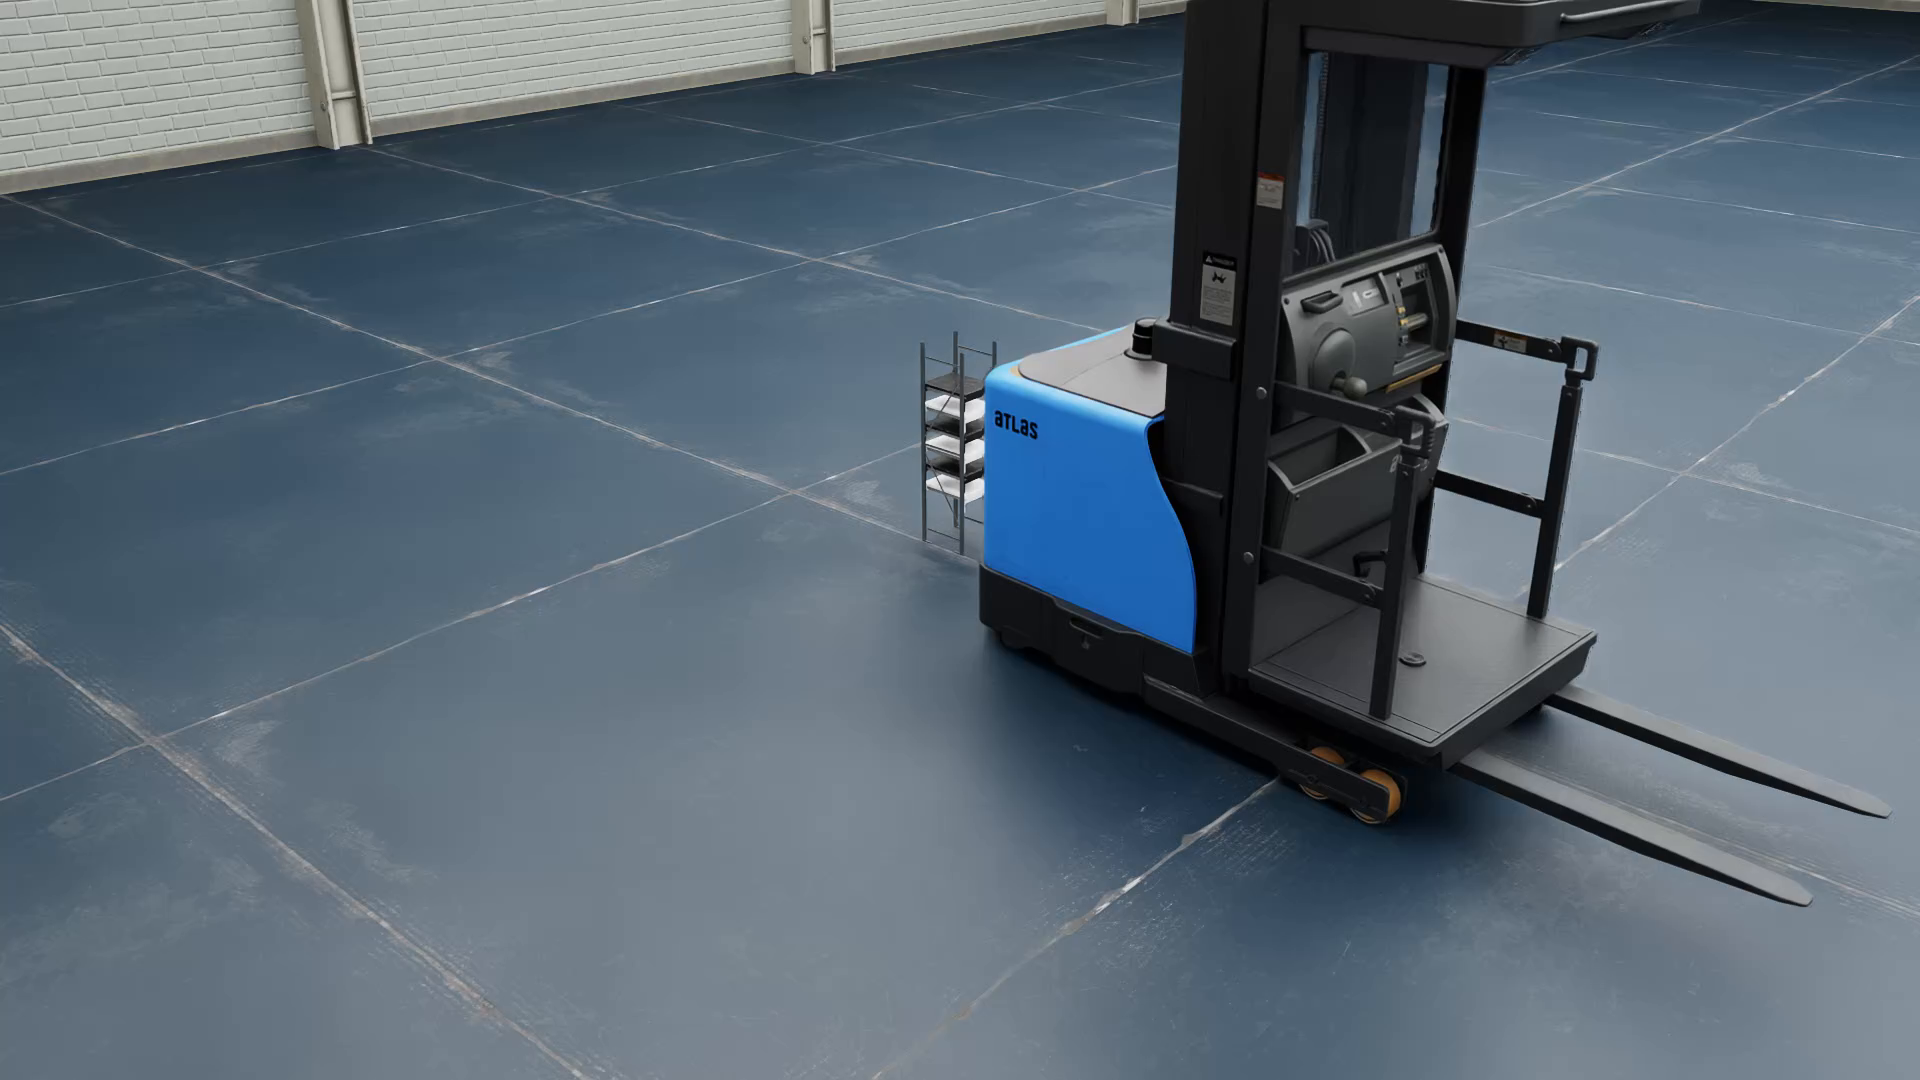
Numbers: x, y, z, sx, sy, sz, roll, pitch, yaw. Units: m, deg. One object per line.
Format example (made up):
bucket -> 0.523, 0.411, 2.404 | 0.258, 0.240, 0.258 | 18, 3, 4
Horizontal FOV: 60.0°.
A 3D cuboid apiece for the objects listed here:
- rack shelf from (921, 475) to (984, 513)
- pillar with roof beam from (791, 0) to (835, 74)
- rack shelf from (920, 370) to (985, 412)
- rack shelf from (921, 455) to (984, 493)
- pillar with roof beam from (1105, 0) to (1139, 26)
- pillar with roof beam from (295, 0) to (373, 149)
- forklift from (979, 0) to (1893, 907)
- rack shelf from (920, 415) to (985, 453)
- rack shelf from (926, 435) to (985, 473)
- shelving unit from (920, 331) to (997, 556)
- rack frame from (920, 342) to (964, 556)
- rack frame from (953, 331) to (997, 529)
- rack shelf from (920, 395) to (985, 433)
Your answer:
rack shelf -> -0.005, -0.213, 7.148 | 0.258, 0.077, 0.200 | 20, 31, 38
pillar with roof beam -> 1.497, -8.437, 15.068 | 9.100, 9.000, 0.400 | 20, 31, 38
rack shelf -> -0.005, -0.624, 6.964 | 0.258, 0.077, 0.200 | 20, 31, 38
rack shelf -> -0.005, -0.296, 7.111 | 0.258, 0.077, 0.200 | 20, 31, 38
pillar with roof beam -> 5.502, -10.265, 19.145 | 9.100, 9.000, 0.400 | 20, 31, 38
pillar with roof beam -> -2.507, -6.609, 10.991 | 9.100, 9.000, 0.400 | 20, 31, 38
forklift -> 1.465, -0.681, 5.187 | 1.130, 2.935, 3.031 | -22, 32, -40
rack shelf -> -0.005, -0.460, 7.037 | 0.258, 0.077, 0.200 | 20, 31, 38
rack shelf -> -0.005, -0.378, 7.074 | 0.258, 0.077, 0.200 | 20, 31, 38
shelving unit -> -0.005, -0.408, 7.060 | 0.258, 0.900, 0.210 | 20, 31, 38
rack frame -> -0.073, -0.377, 6.991 | 0.240, 0.900, 0.006 | 20, 31, 38
rack frame -> 0.062, -0.439, 7.129 | 0.240, 0.900, 0.006 | 20, 31, 38
rack shelf -> -0.005, -0.542, 7.000 | 0.258, 0.077, 0.200 | 20, 31, 38
